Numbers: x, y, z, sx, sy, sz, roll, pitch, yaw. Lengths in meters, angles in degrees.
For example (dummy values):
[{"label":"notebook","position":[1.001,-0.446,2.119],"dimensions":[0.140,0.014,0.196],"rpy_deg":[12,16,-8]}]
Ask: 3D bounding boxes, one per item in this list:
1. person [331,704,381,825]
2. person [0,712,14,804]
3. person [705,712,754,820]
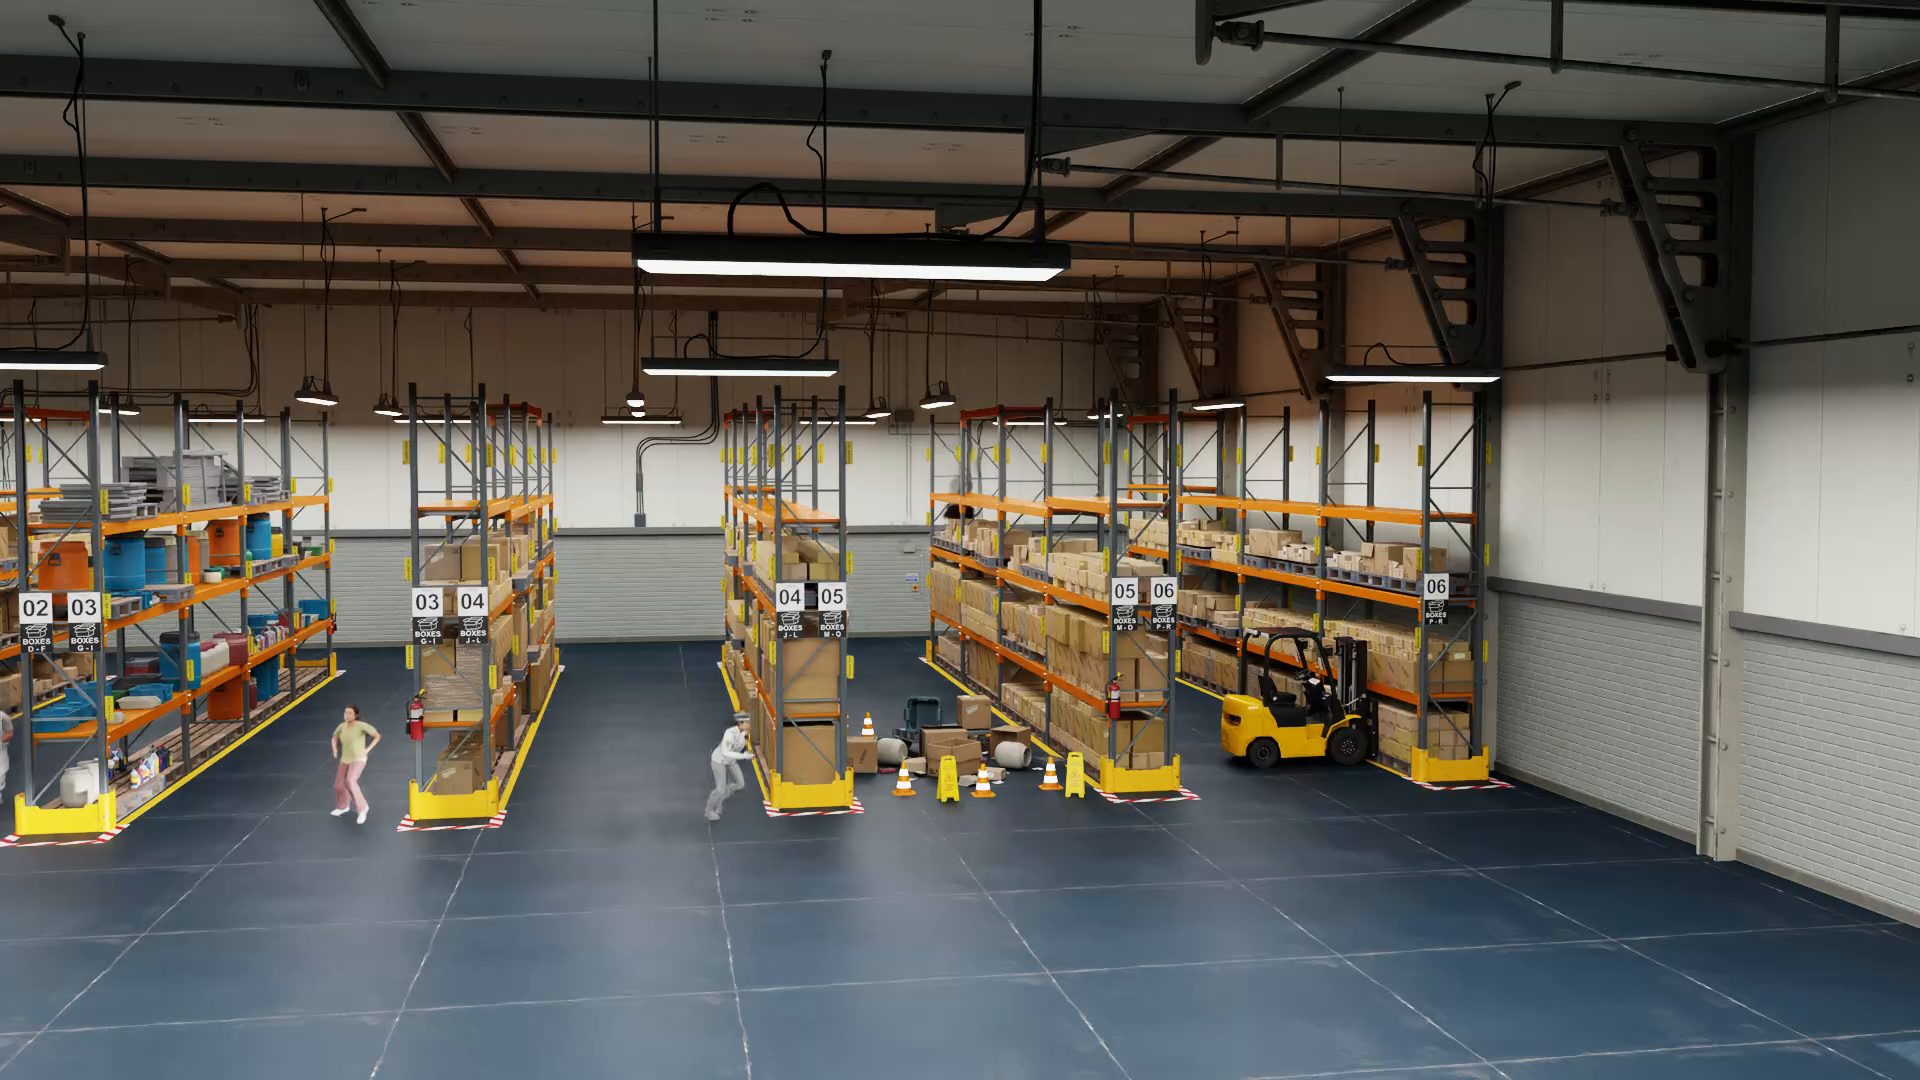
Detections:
[{"label":"person","position":[-8.336,3.044,22.787],"dimensions":[0.749,1.619,0.697],"rpy_deg":[0,3,9]},{"label":"person","position":[-13.833,3.014,23.652],"dimensions":[0.694,1.591,0.827],"rpy_deg":[-1,3,-19]},{"label":"person","position":[-3.138,3.092,22.847],"dimensions":[0.836,1.504,0.641],"rpy_deg":[1,3,26]}]
